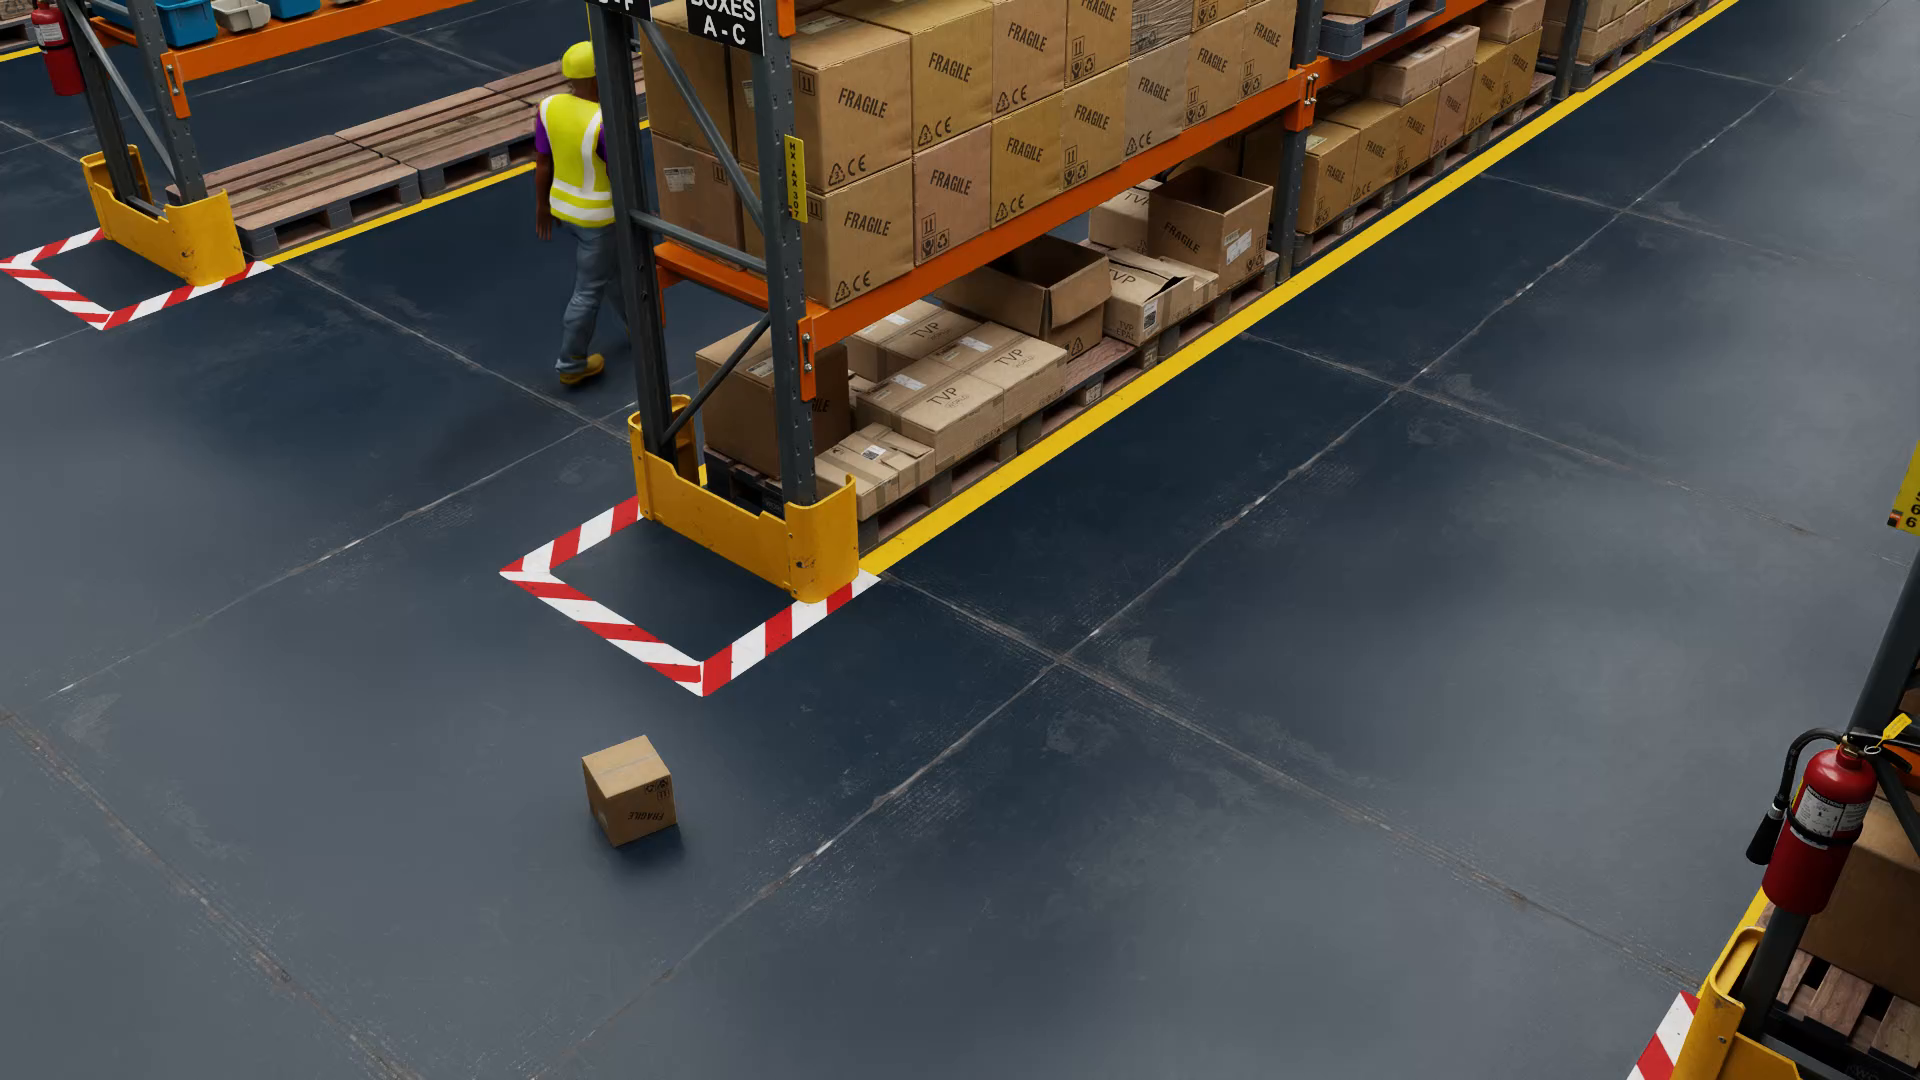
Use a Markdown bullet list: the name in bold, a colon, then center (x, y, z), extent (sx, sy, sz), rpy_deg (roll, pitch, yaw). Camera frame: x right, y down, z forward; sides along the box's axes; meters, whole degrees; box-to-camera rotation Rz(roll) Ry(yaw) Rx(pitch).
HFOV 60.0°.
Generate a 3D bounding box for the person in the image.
- **person**: center (-1.816, -1.692, 8.549), extent (0.588, 1.749, 0.886), rpy_deg (26, 43, 32)
